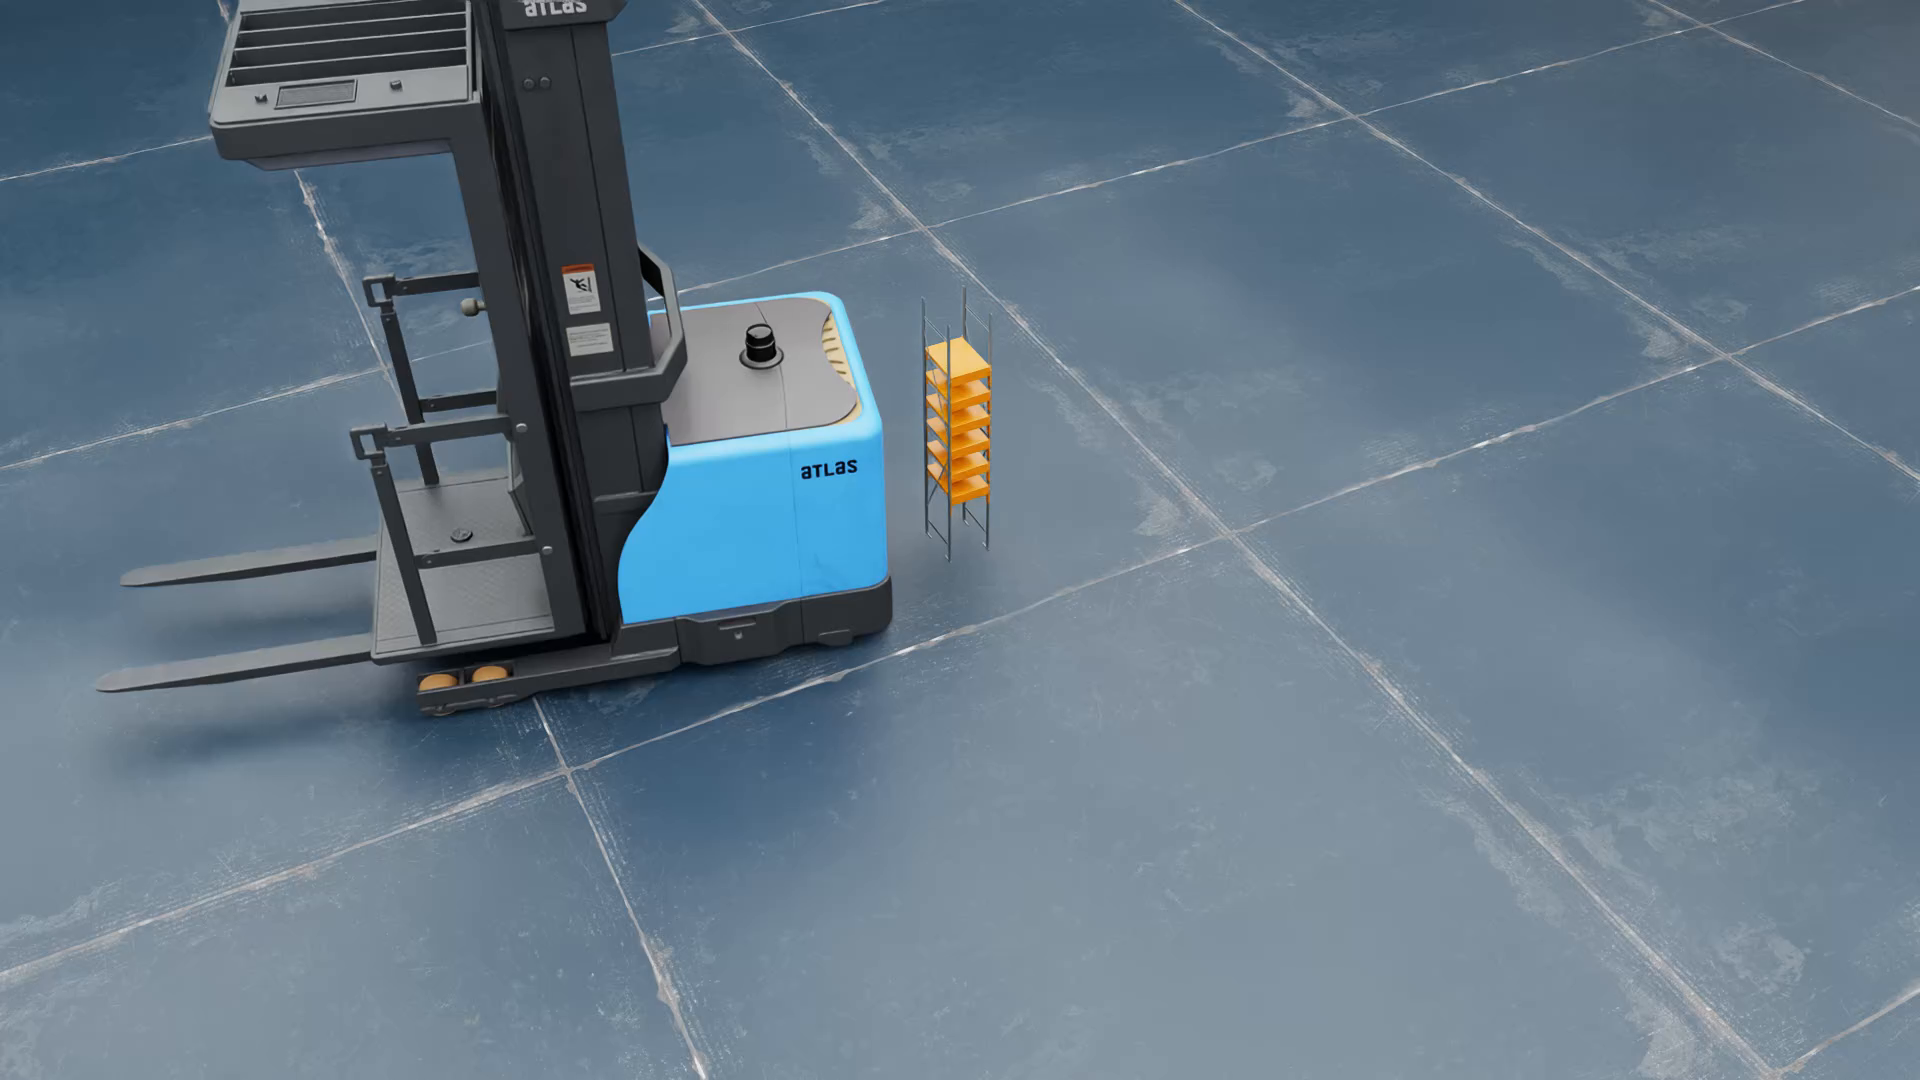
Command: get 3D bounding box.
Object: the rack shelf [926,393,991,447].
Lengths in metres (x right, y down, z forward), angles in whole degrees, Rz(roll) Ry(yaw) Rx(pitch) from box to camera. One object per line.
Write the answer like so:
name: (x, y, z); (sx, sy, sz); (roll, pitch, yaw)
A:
rack shelf: (-0.013, -0.511, 6.808); (0.180, 0.103, 0.258); (-19, 44, -21)

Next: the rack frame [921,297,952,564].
rack frame: (-0.094, -0.426, 6.825); (0.006, 1.200, 0.240); (-19, 44, -21)

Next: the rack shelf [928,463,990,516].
rack shelf: (-0.013, -0.237, 7.041); (0.180, 0.103, 0.258); (-19, 44, -21)

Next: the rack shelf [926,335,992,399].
rack shelf: (-0.013, -0.694, 6.653); (0.180, 0.103, 0.258); (-19, 44, -21)

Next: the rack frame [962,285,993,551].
rack frame: (0.068, -0.481, 6.890); (0.006, 1.200, 0.240); (-19, 44, -21)

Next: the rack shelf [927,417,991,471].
rack shelf: (-0.013, -0.420, 6.886); (0.180, 0.103, 0.258); (-19, 44, -21)

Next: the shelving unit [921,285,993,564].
shelving unit: (-0.013, -0.454, 6.857); (0.189, 1.200, 0.258); (-19, 44, -21)

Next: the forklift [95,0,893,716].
forklift: (-1.847, -0.814, 5.944); (3.031, 2.935, 1.130); (-8, 41, -10)

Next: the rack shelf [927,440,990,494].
rack shelf: (-0.013, -0.328, 6.963); (0.180, 0.103, 0.258); (-19, 44, -21)

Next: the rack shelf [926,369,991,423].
rack shelf: (-0.013, -0.603, 6.731); (0.180, 0.103, 0.258); (-19, 44, -21)
